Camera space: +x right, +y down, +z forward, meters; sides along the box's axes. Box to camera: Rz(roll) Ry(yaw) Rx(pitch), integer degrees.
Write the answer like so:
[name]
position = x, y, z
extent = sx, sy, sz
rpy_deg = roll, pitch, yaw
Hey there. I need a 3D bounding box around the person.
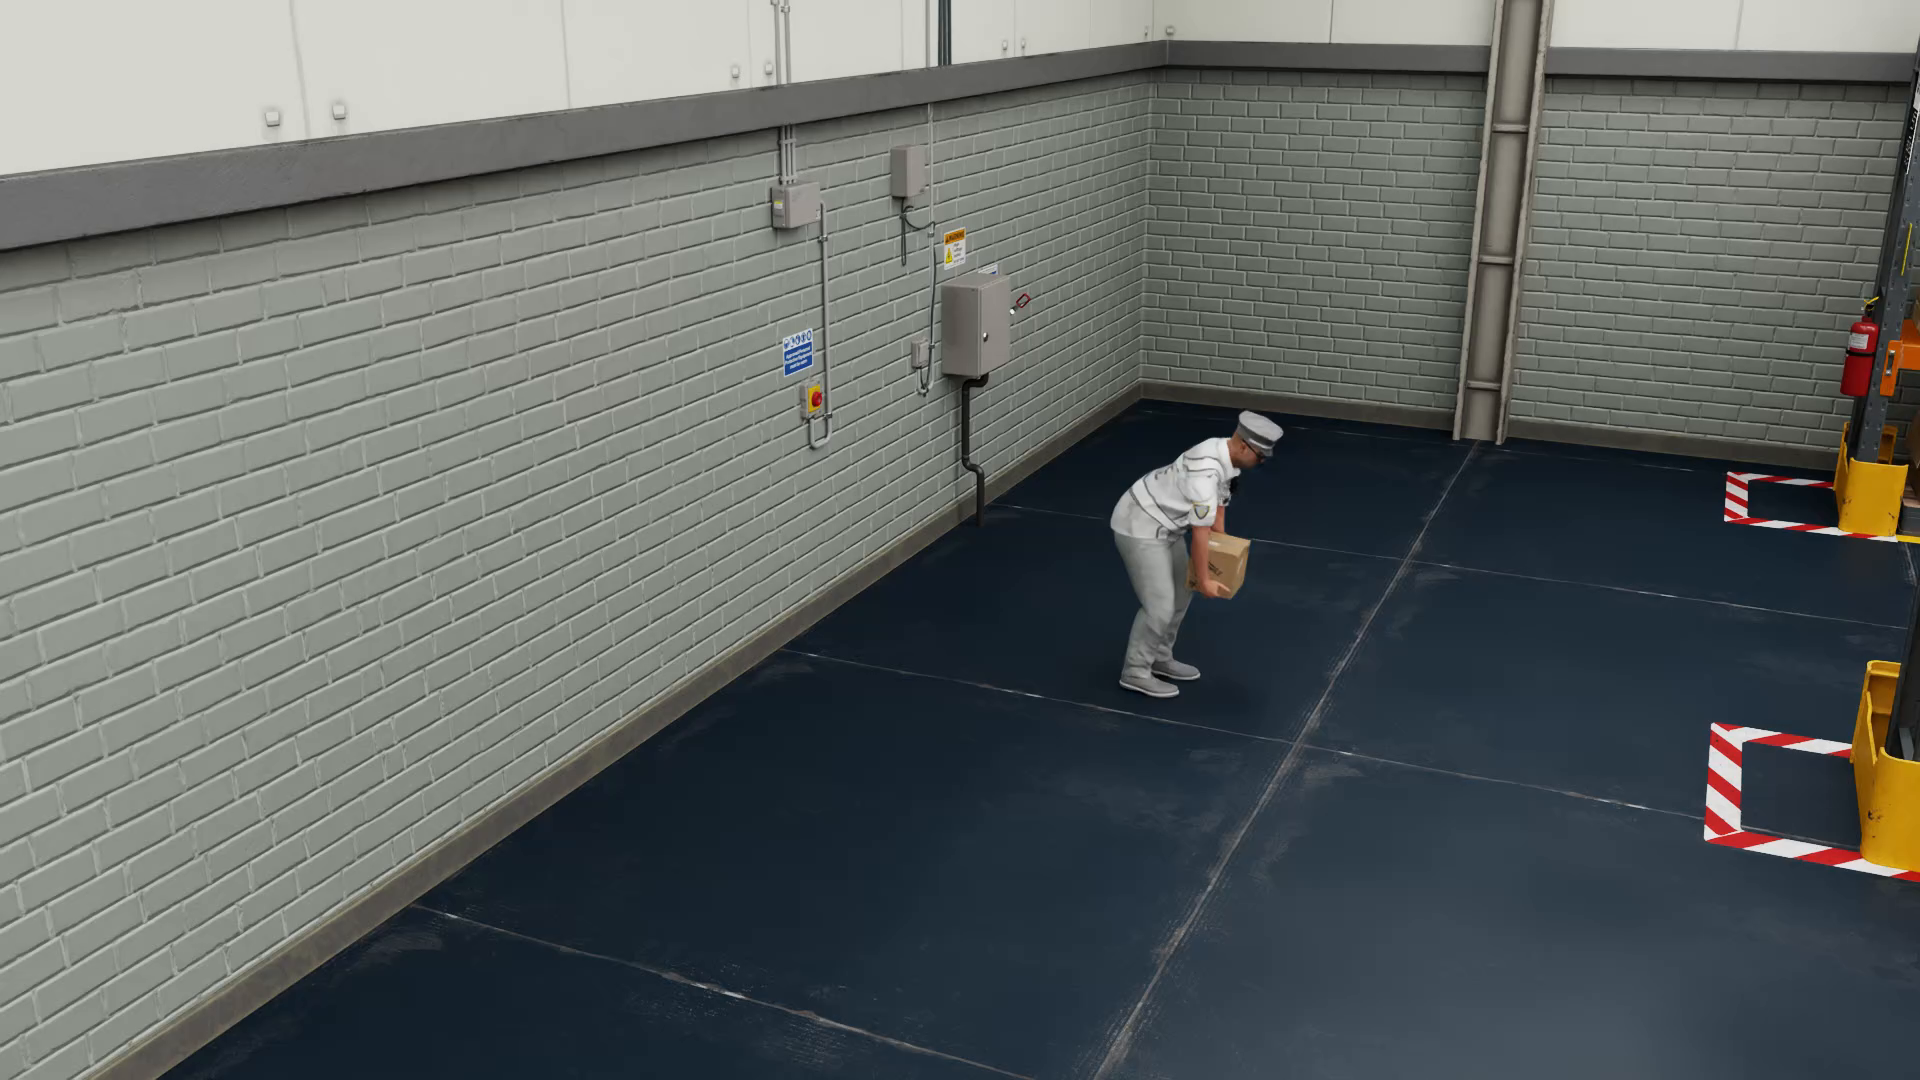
[person]
position = 1.220, 0.065, 8.707
extent = 0.861, 1.538, 0.478
rpy_deg = 8, 20, 22
